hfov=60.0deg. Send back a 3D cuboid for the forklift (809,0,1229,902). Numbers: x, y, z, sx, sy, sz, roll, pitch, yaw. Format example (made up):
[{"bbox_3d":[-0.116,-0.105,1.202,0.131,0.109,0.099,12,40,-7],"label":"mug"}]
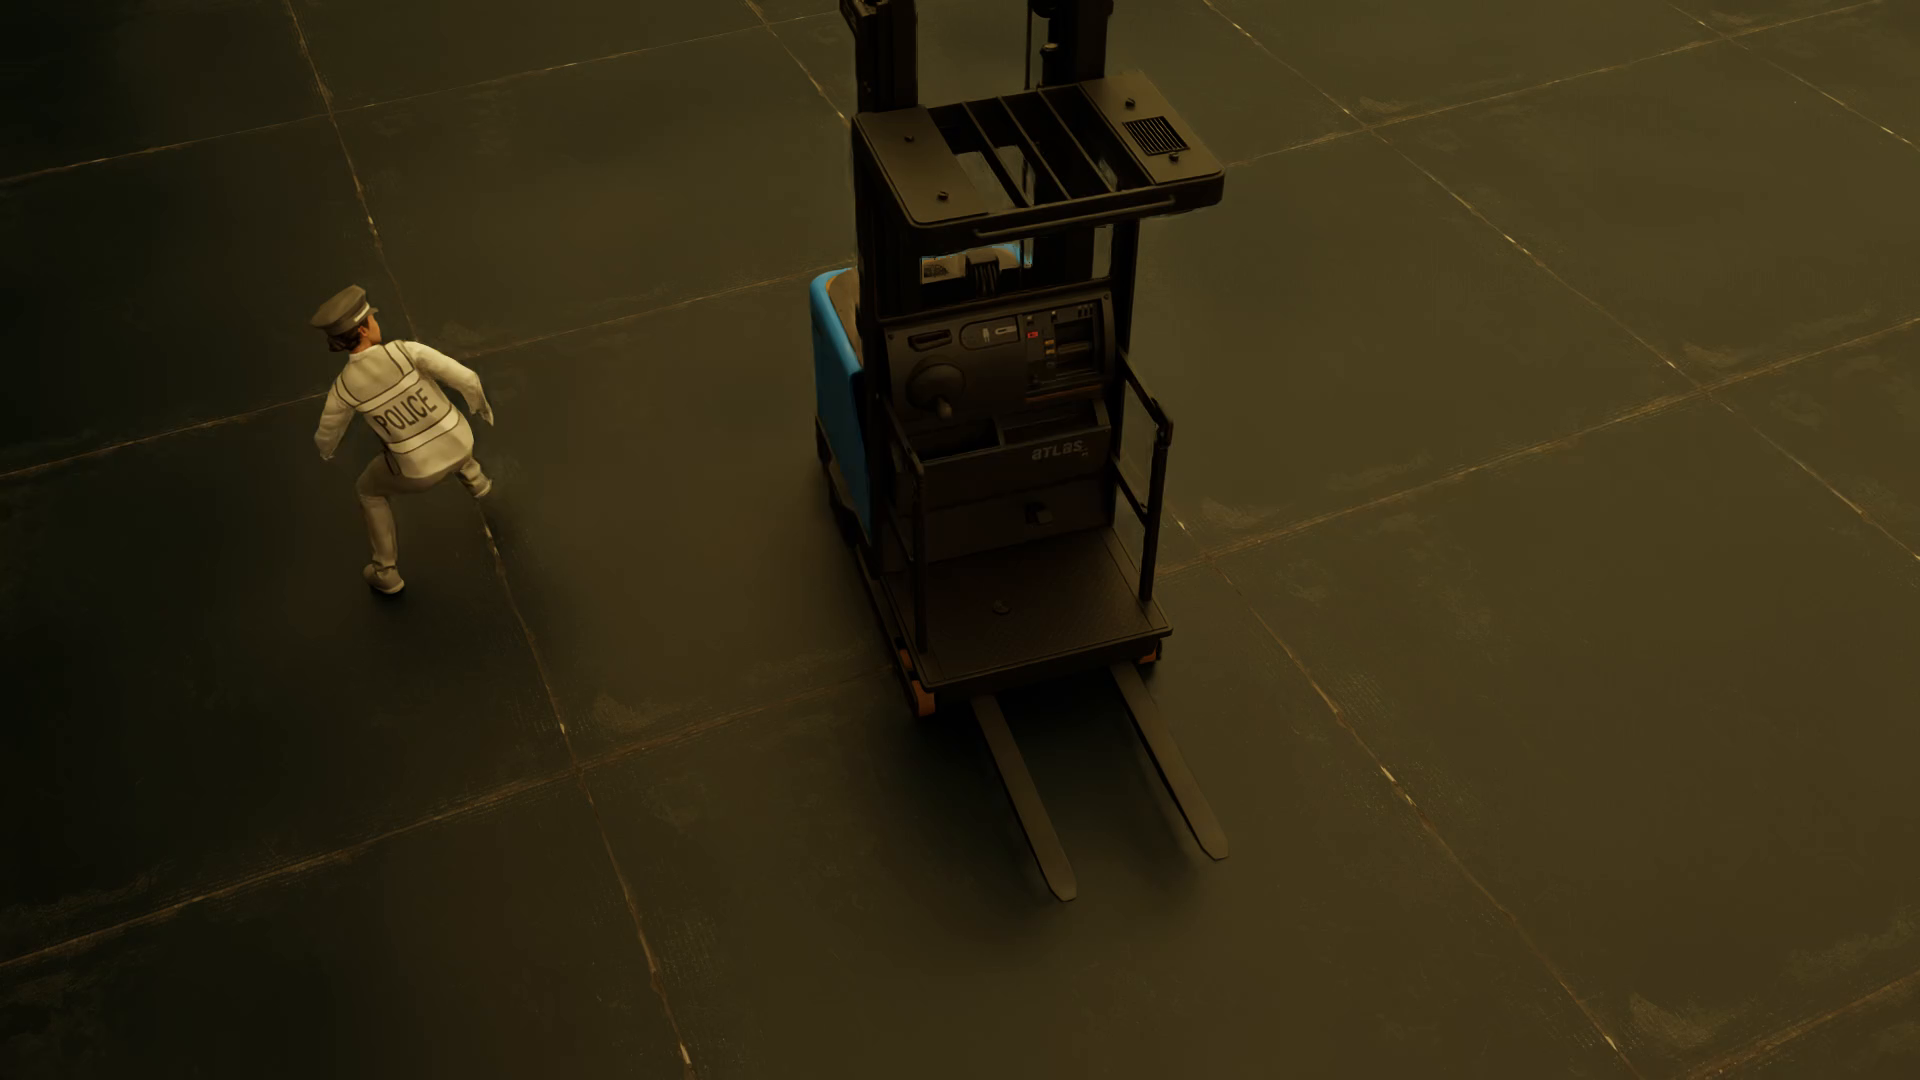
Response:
[{"bbox_3d":[0.230,-0.637,6.363,1.130,2.935,3.031,-12,44,-13],"label":"forklift"}]

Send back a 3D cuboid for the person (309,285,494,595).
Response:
[{"bbox_3d":[-2.444,-0.477,7.322,0.744,1.456,0.624,-27,49,-26],"label":"person"}]
